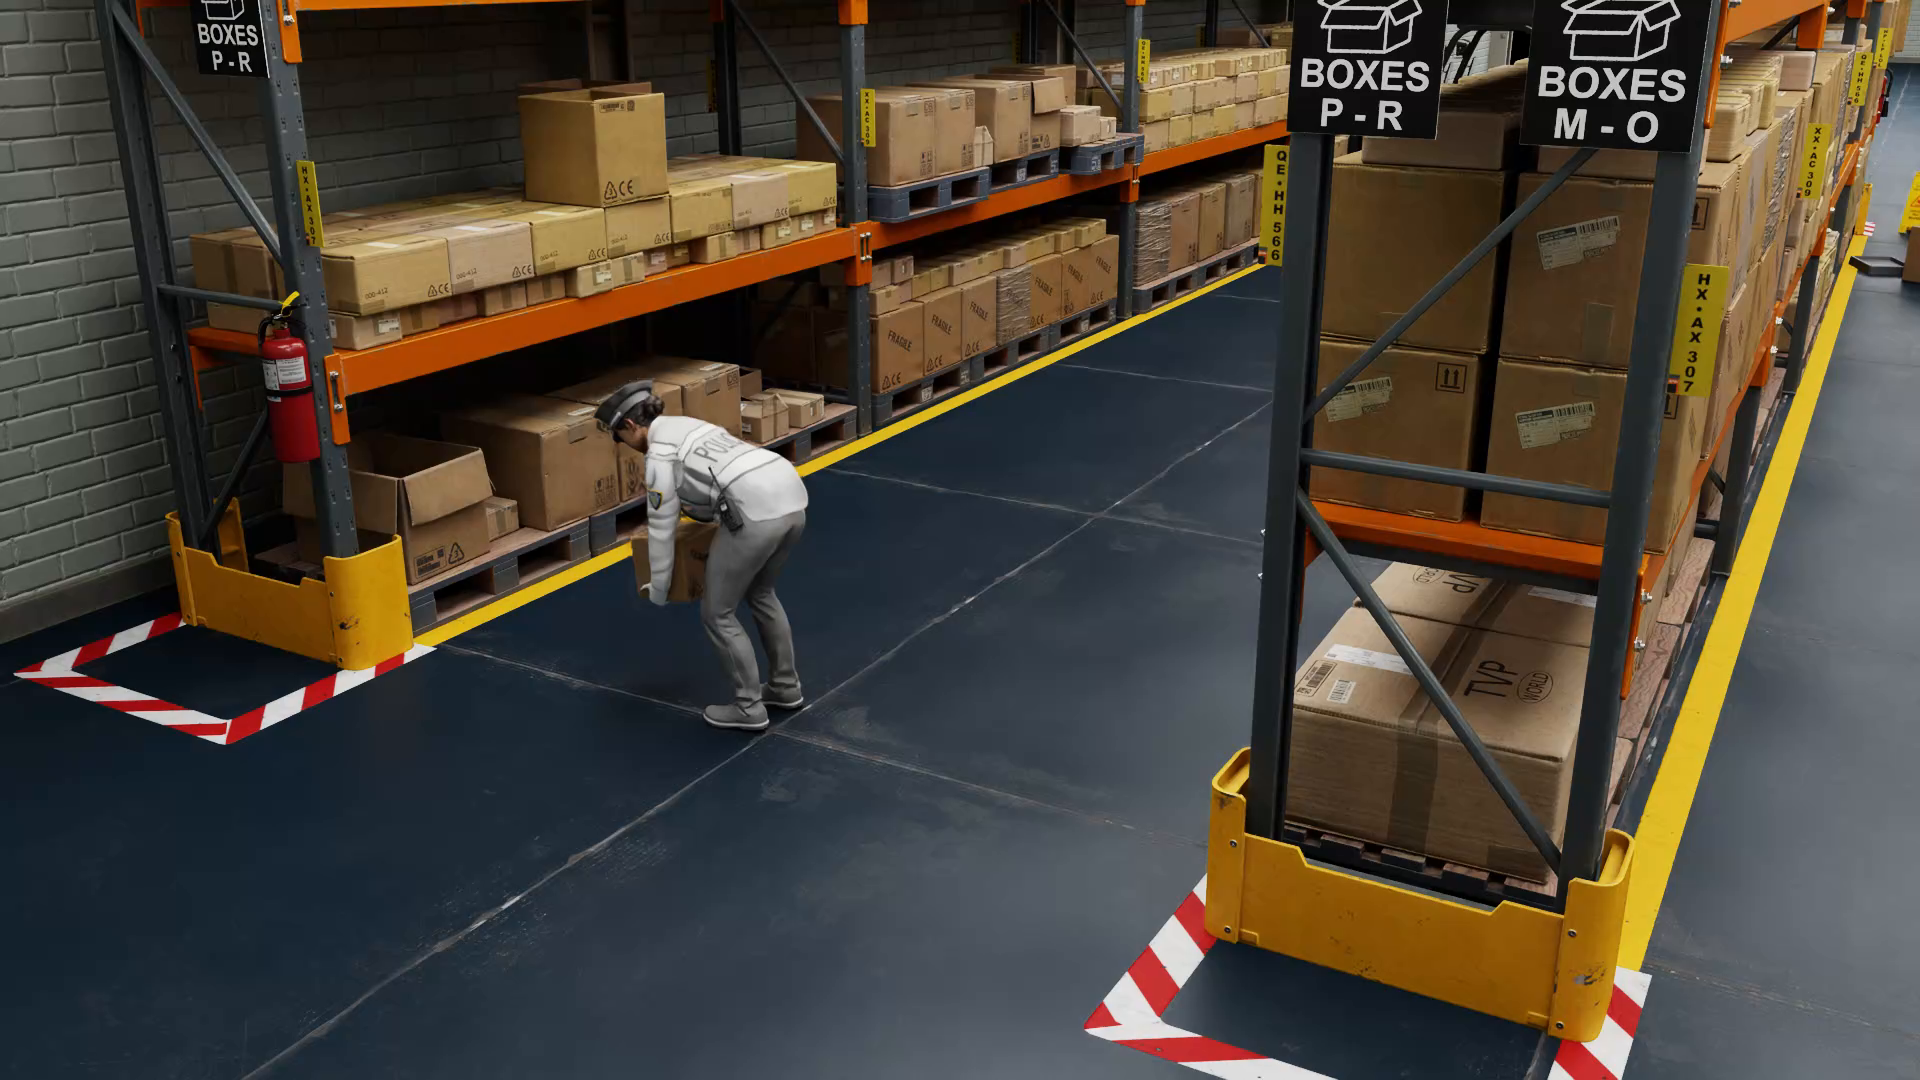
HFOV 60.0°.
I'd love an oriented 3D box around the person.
[{"bbox_3d":[-1.007,0.044,6.490,0.887,1.306,0.406,10,22,26],"label":"person"}]
